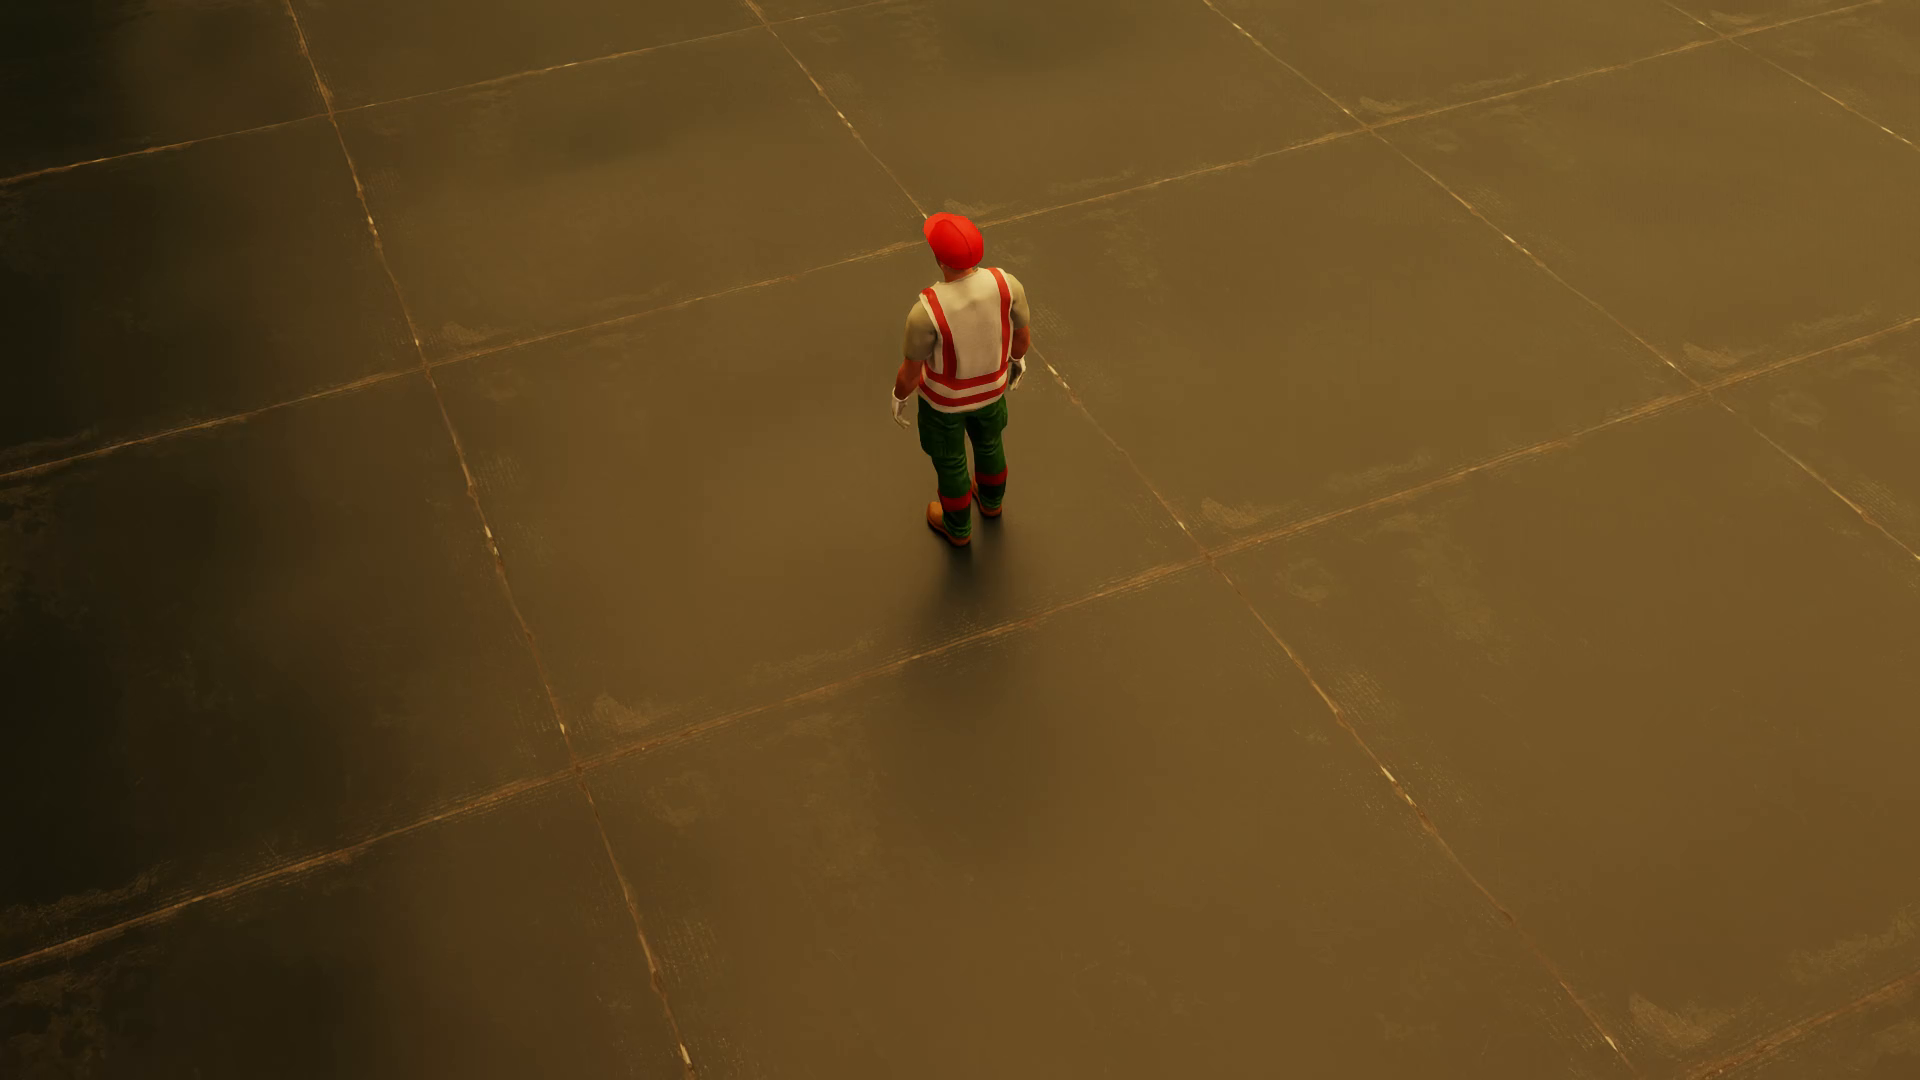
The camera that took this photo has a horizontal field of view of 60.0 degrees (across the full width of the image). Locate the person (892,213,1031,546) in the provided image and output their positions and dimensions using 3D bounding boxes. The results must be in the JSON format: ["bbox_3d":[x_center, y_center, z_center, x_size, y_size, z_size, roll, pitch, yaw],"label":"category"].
[{"bbox_3d":[-0.022,-0.713,7.270,0.637,1.787,0.564,-18,46,-18],"label":"person"}]
